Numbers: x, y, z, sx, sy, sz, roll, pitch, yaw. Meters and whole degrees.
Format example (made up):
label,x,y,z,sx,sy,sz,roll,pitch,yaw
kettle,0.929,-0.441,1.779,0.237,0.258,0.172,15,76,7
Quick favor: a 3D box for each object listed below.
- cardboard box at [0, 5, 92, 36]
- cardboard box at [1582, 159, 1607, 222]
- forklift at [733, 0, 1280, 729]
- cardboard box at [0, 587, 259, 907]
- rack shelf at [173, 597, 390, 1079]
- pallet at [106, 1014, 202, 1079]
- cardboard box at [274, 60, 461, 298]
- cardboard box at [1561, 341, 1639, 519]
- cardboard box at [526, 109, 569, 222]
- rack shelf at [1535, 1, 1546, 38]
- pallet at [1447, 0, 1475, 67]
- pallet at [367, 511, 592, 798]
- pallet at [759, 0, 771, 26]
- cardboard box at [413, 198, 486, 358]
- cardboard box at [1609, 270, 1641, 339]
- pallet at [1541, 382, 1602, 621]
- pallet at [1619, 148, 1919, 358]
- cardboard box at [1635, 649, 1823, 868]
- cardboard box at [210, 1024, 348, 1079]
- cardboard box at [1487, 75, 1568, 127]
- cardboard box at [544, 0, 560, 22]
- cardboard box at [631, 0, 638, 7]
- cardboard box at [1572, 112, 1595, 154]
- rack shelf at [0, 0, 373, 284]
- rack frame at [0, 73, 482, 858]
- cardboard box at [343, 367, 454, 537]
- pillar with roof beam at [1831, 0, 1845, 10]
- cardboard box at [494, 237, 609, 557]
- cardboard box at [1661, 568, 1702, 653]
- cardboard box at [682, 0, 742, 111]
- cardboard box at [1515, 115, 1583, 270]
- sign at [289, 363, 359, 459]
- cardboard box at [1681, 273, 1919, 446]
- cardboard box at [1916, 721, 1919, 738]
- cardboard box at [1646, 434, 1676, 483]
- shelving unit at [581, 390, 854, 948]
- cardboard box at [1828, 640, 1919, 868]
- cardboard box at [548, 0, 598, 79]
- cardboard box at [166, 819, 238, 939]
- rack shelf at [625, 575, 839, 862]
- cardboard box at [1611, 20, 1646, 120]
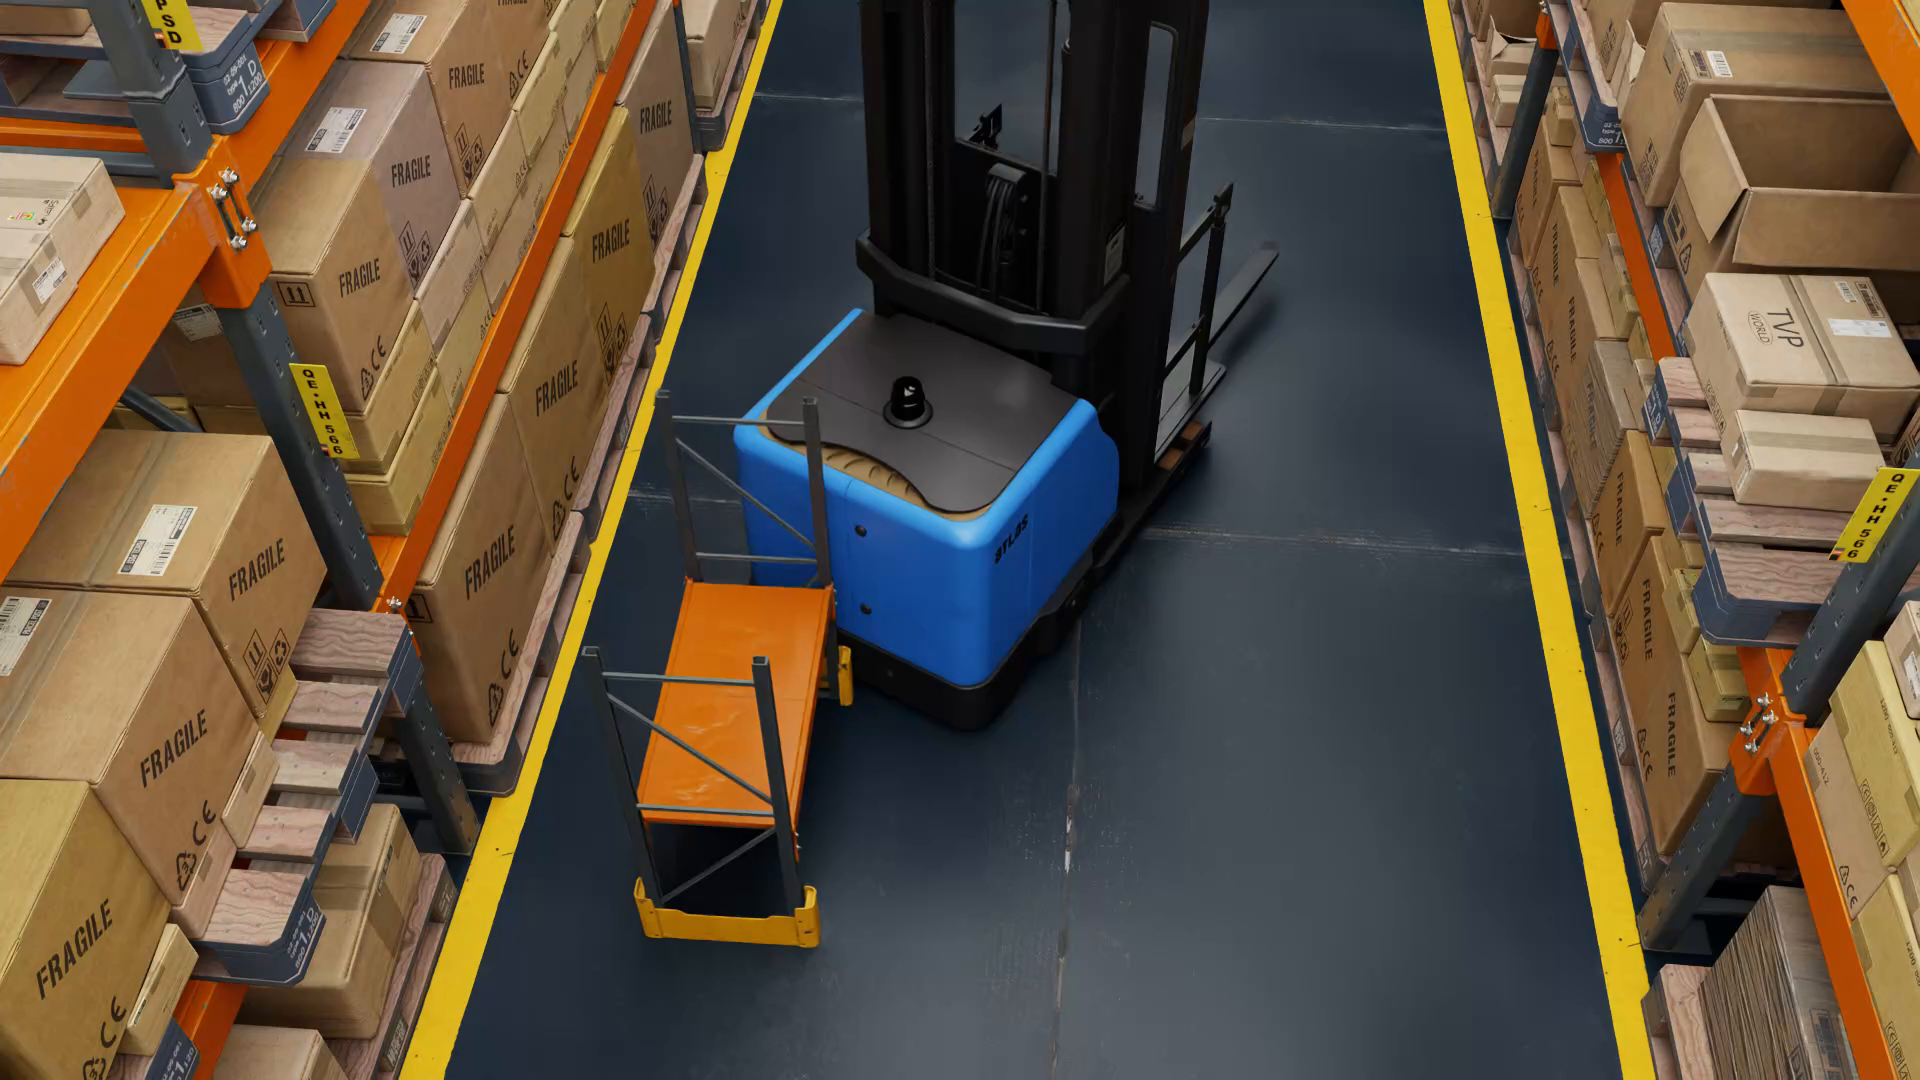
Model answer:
label,x,y,z,sx,sy,sz,roll,pitch,yaw
cardboard box,-2.297,-1.470,3.675,0.797,0.503,0.637,1,48,1
cardboard box,2.869,-1.476,7.037,0.380,0.149,0.250,2,48,2
forklift,0.406,-1.379,6.025,1.130,2.935,3.031,24,52,21
cardboard box,-1.982,0.463,3.740,0.500,0.500,0.500,3,48,3
rack shelf,-2.363,1.718,3.633,1.077,0.370,4.000,4,48,4
pallet,-2.321,1.528,3.450,1.003,0.211,1.213,4,48,4
cardboard box,-1.857,-1.077,4.957,0.500,0.500,0.500,4,48,4
cardboard box,2.717,-0.421,6.512,0.500,0.500,0.500,2,48,2
cardboard box,-1.761,-1.413,6.111,0.500,0.250,0.500,4,48,4
rack shelf,3.309,-3.829,8.707,1.077,0.370,4.000,4,48,4
pallet,3.299,-3.065,9.410,1.003,0.211,1.213,4,48,4
pallet,-2.034,0.373,6.266,1.003,0.211,1.213,4,48,4
pallet,-1.561,-3.445,9.758,1.003,0.211,1.213,4,48,4
cardboard box,-1.841,-0.848,5.256,0.500,0.250,0.500,5,48,4
cardboard box,2.773,-0.910,6.519,0.380,0.149,0.250,5,48,5
pallet,2.982,-0.162,6.755,1.003,0.211,1.213,4,48,4
pallet,2.935,-1.028,5.787,1.003,0.211,1.213,4,48,4
cardboard box,2.587,0.713,5.474,0.500,0.500,0.500,5,48,5
cardboard box,-2.302,1.708,4.651,0.950,0.372,0.625,3,48,3
cardboard box,2.885,-2.211,8.387,0.380,0.149,0.250,3,48,2
cardboard box,-1.713,-2.208,5.991,0.500,0.500,0.500,5,48,5
cardboard box,-1.606,-2.536,7.139,0.500,0.250,0.500,3,48,3
cardboard box,2.853,-1.780,7.114,0.380,0.149,0.250,2,48,2
rack shelf,-1.999,-2.234,5.215,1.077,0.370,4.000,4,48,4
rack frame,-2.181,0.006,4.712,1.000,3.000,0.127,4,48,4
cardboard box,-1.886,-0.286,5.081,0.500,0.250,0.500,3,48,3
pillar with roof beam,-0.199,-5.368,5.561,9.100,9.000,0.400,4,48,4
cardboard box,-1.950,-0.576,6.399,0.875,0.875,0.875,4,48,4
cardboard box,2.549,0.237,5.470,0.380,0.149,0.250,2,48,2
cardboard box,-1.652,-2.665,8.606,0.875,0.438,0.875,3,48,3
cardboard box,2.859,-1.560,7.554,0.500,0.500,0.500,6,48,5
sign,-1.640,-0.329,4.287,0.100,0.325,0.005,4,48,4
cardboard box,2.536,-0.551,5.039,0.500,0.250,0.500,2,48,2
cardboard box,2.417,0.495,3.757,0.380,0.149,0.250,5,48,4
cardboard box,2.709,-0.328,5.987,0.380,0.149,0.250,3,48,3
shelving unit,-0.725,0.434,5.337,0.587,1.500,1.083,3,48,3
cardboard box,2.454,0.527,3.998,0.500,0.250,0.500,4,48,3
cardboard box,-1.694,-1.963,6.275,0.500,0.250,0.500,5,48,4
cardboard box,-1.938,0.780,3.890,0.380,0.149,0.250,2,48,2
rack shelf,-0.725,0.562,5.464,0.538,0.185,1.000,3,48,3
cardboard box,2.618,-1.704,6.082,0.396,0.266,0.258,6,48,5
